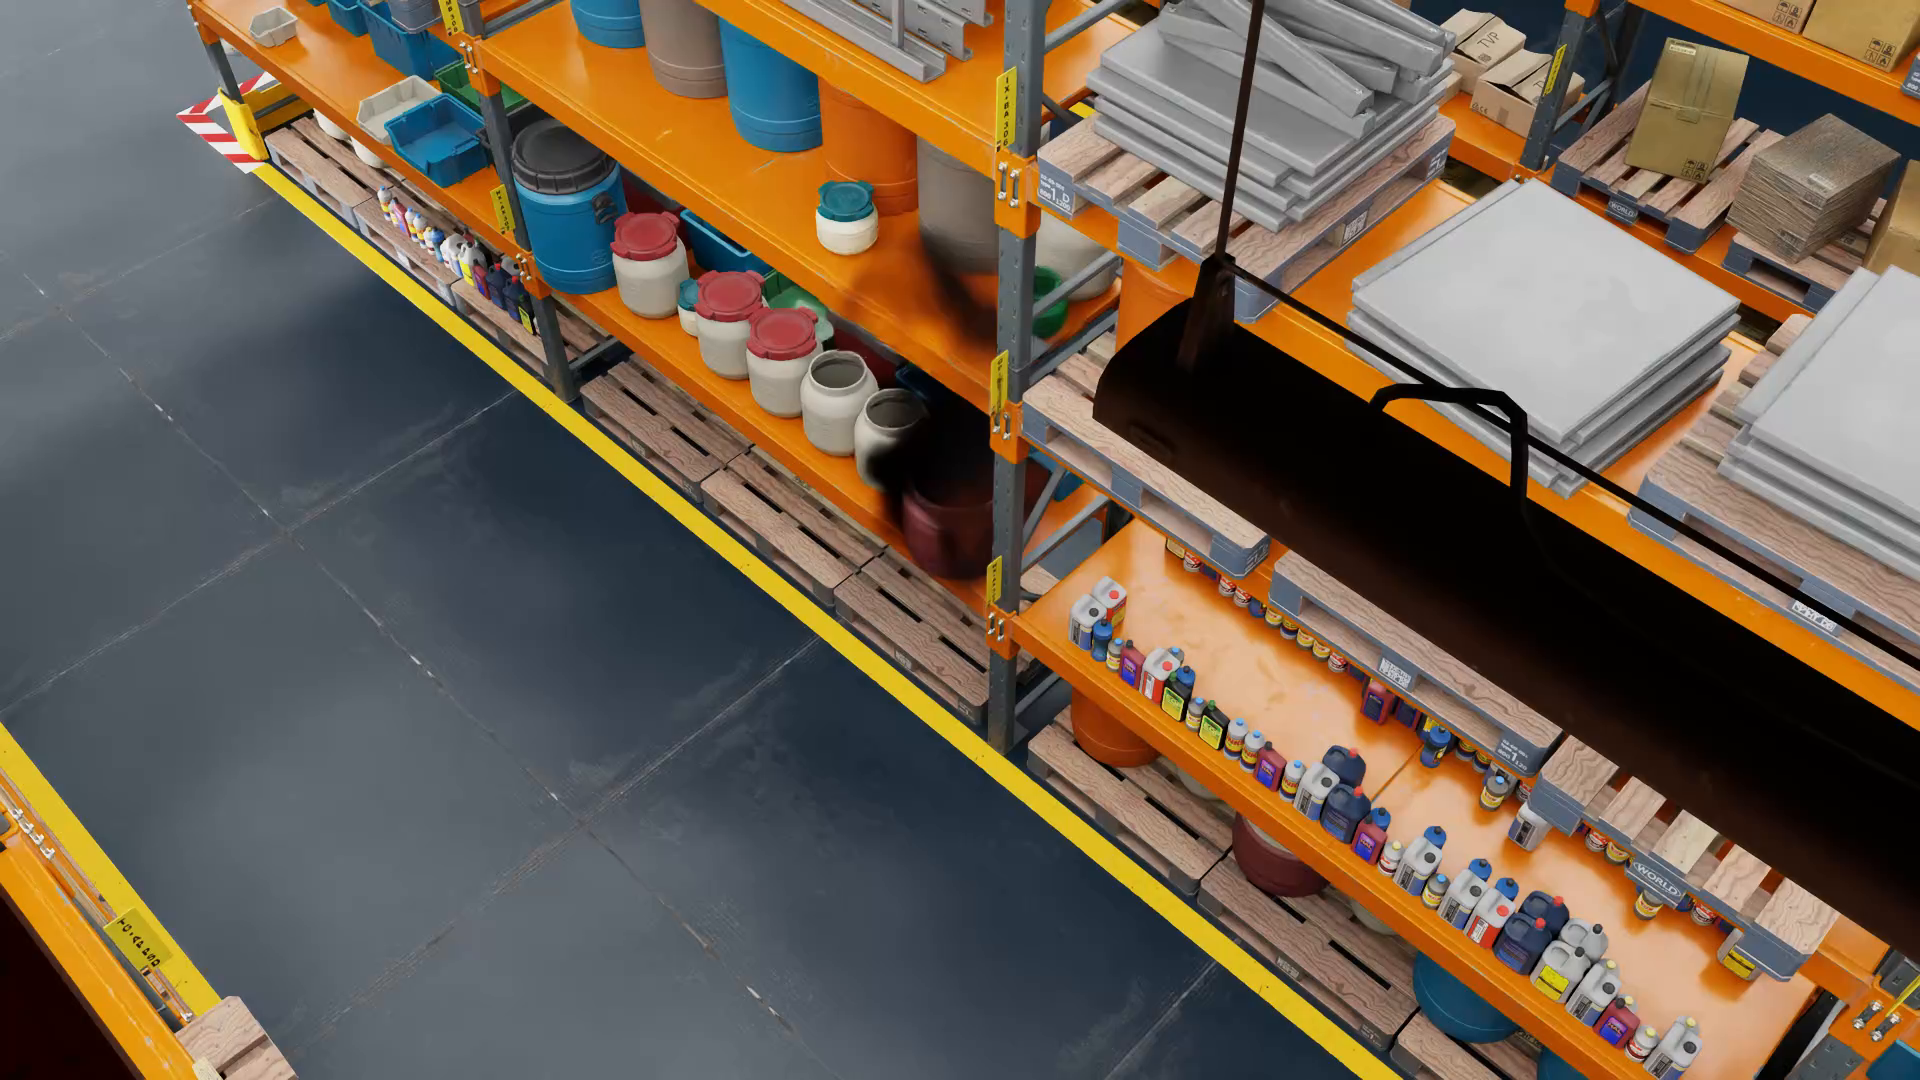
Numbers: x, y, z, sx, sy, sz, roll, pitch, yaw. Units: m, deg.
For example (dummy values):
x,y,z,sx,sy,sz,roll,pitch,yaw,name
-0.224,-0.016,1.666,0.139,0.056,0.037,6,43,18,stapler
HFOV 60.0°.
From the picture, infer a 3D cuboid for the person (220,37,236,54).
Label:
x,y,z,sx,sy,sz,roll,pitch,yaw,name
-5.676,-4.789,13.219,1.132,1.741,0.680,-15,52,-12,person
